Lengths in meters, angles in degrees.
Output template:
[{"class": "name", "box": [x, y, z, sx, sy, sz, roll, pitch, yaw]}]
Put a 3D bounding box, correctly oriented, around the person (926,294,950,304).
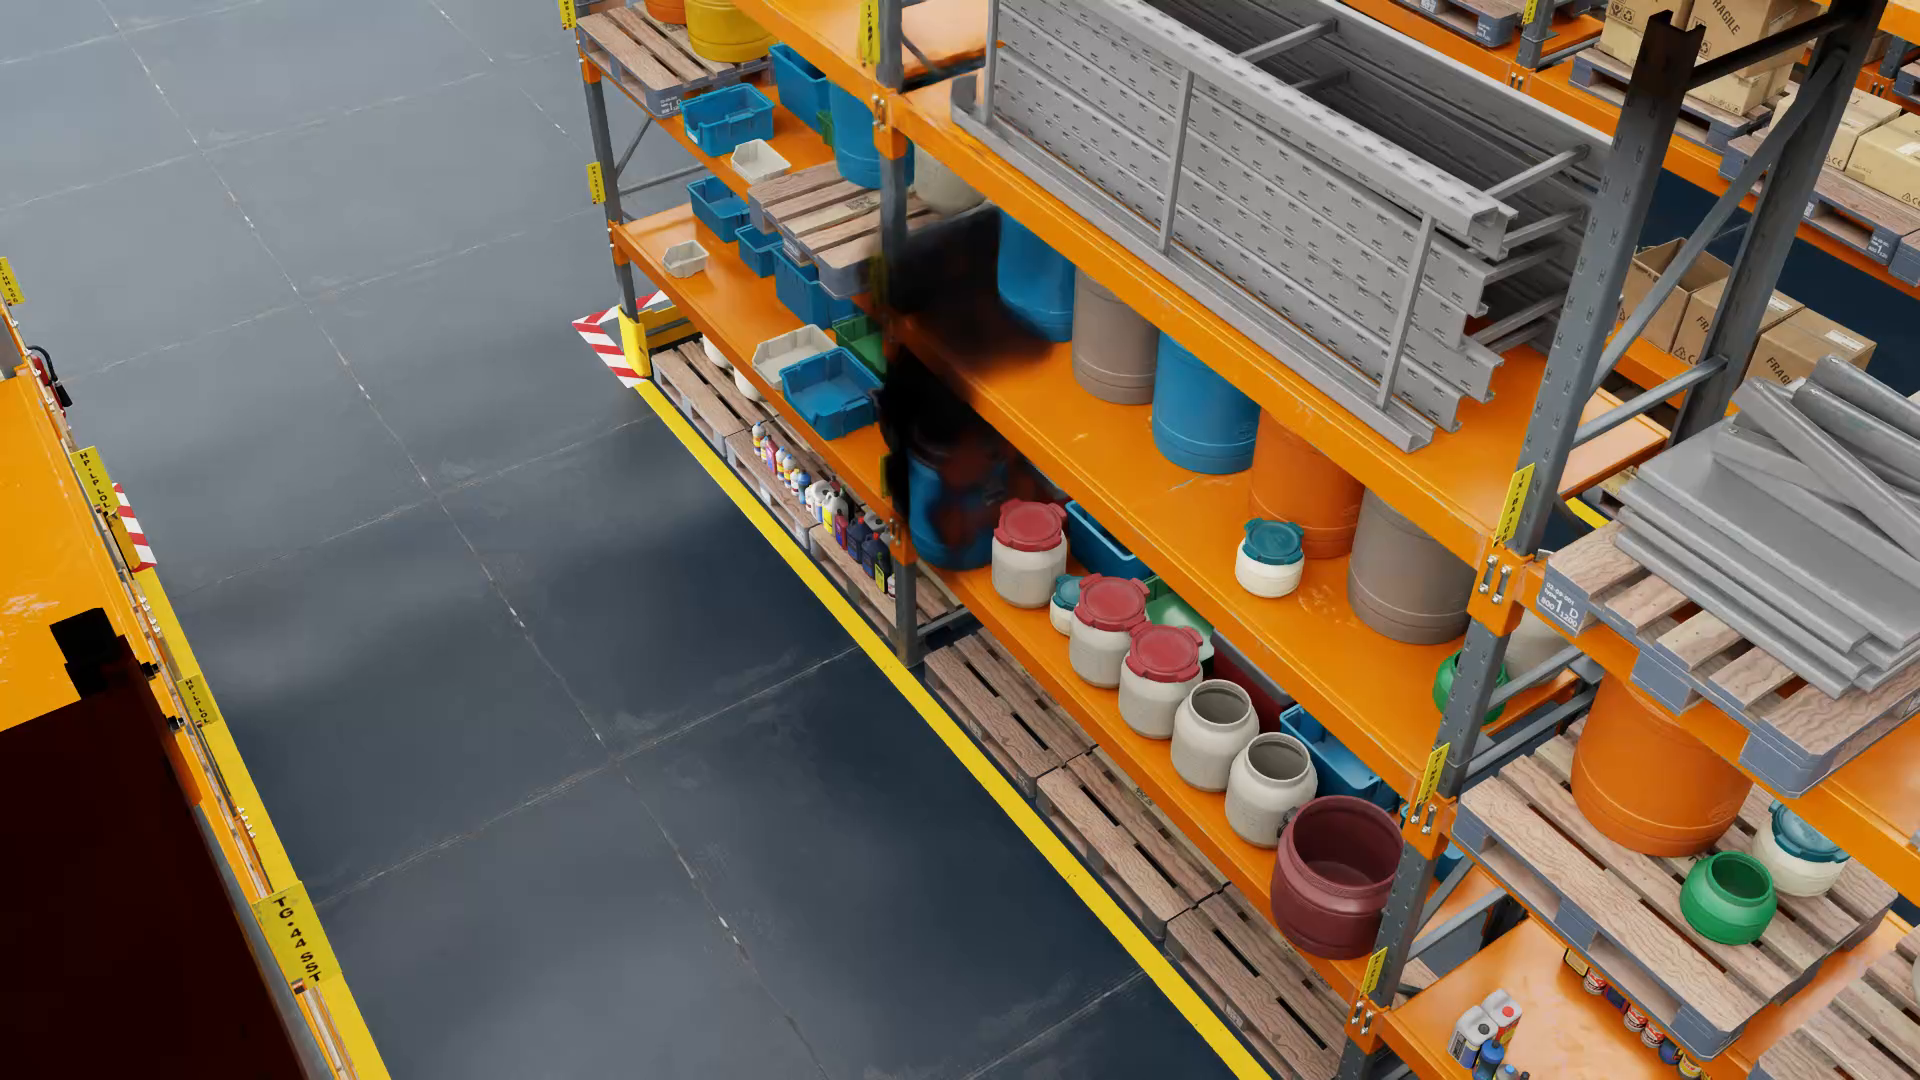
[{"class": "person", "box": [-0.491, -2.590, 13.354, 0.867, 1.694, 0.583, 27, 49, 26]}]
